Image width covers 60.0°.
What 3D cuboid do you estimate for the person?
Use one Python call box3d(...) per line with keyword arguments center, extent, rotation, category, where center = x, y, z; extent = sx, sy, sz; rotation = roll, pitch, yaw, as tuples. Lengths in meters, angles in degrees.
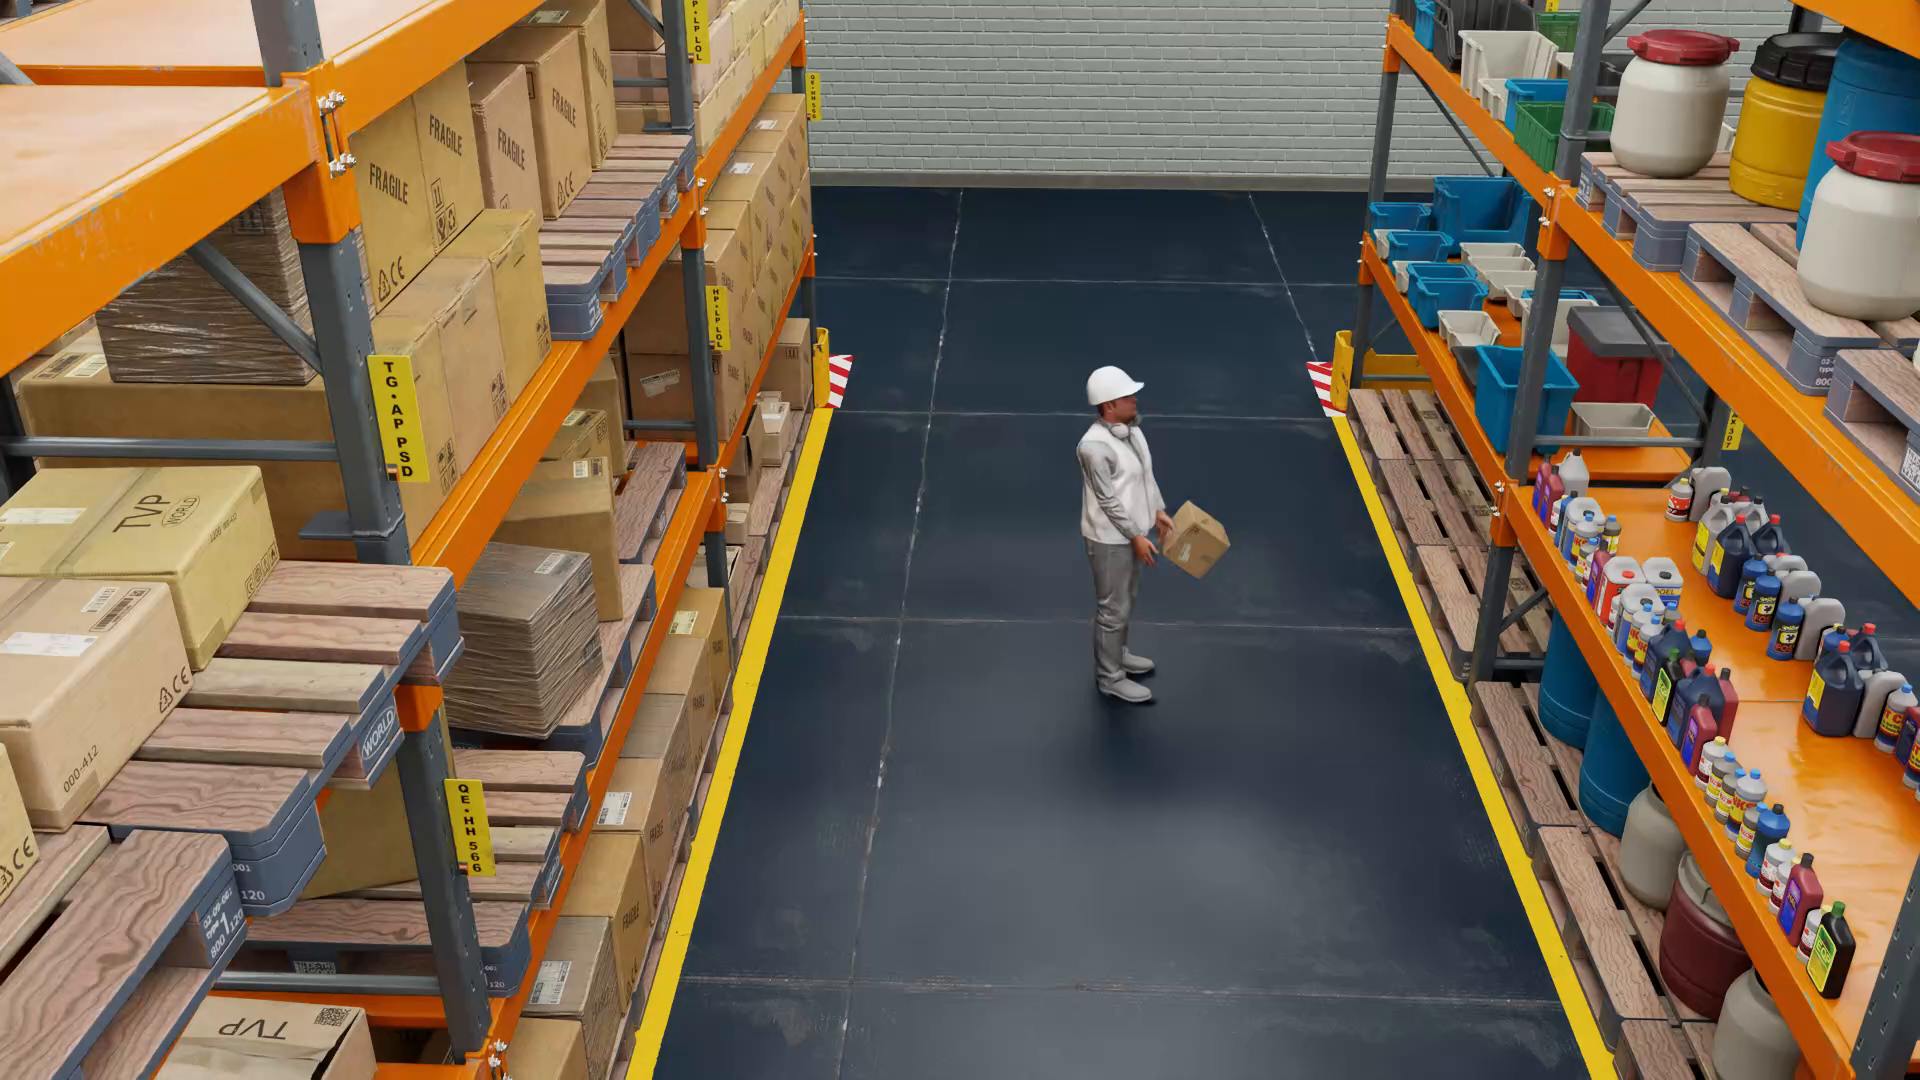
box3d(center=(0.816, 0.024, 8.726), extent=(0.375, 1.490, 0.453), rotation=(13, 31, 23), category="person")
